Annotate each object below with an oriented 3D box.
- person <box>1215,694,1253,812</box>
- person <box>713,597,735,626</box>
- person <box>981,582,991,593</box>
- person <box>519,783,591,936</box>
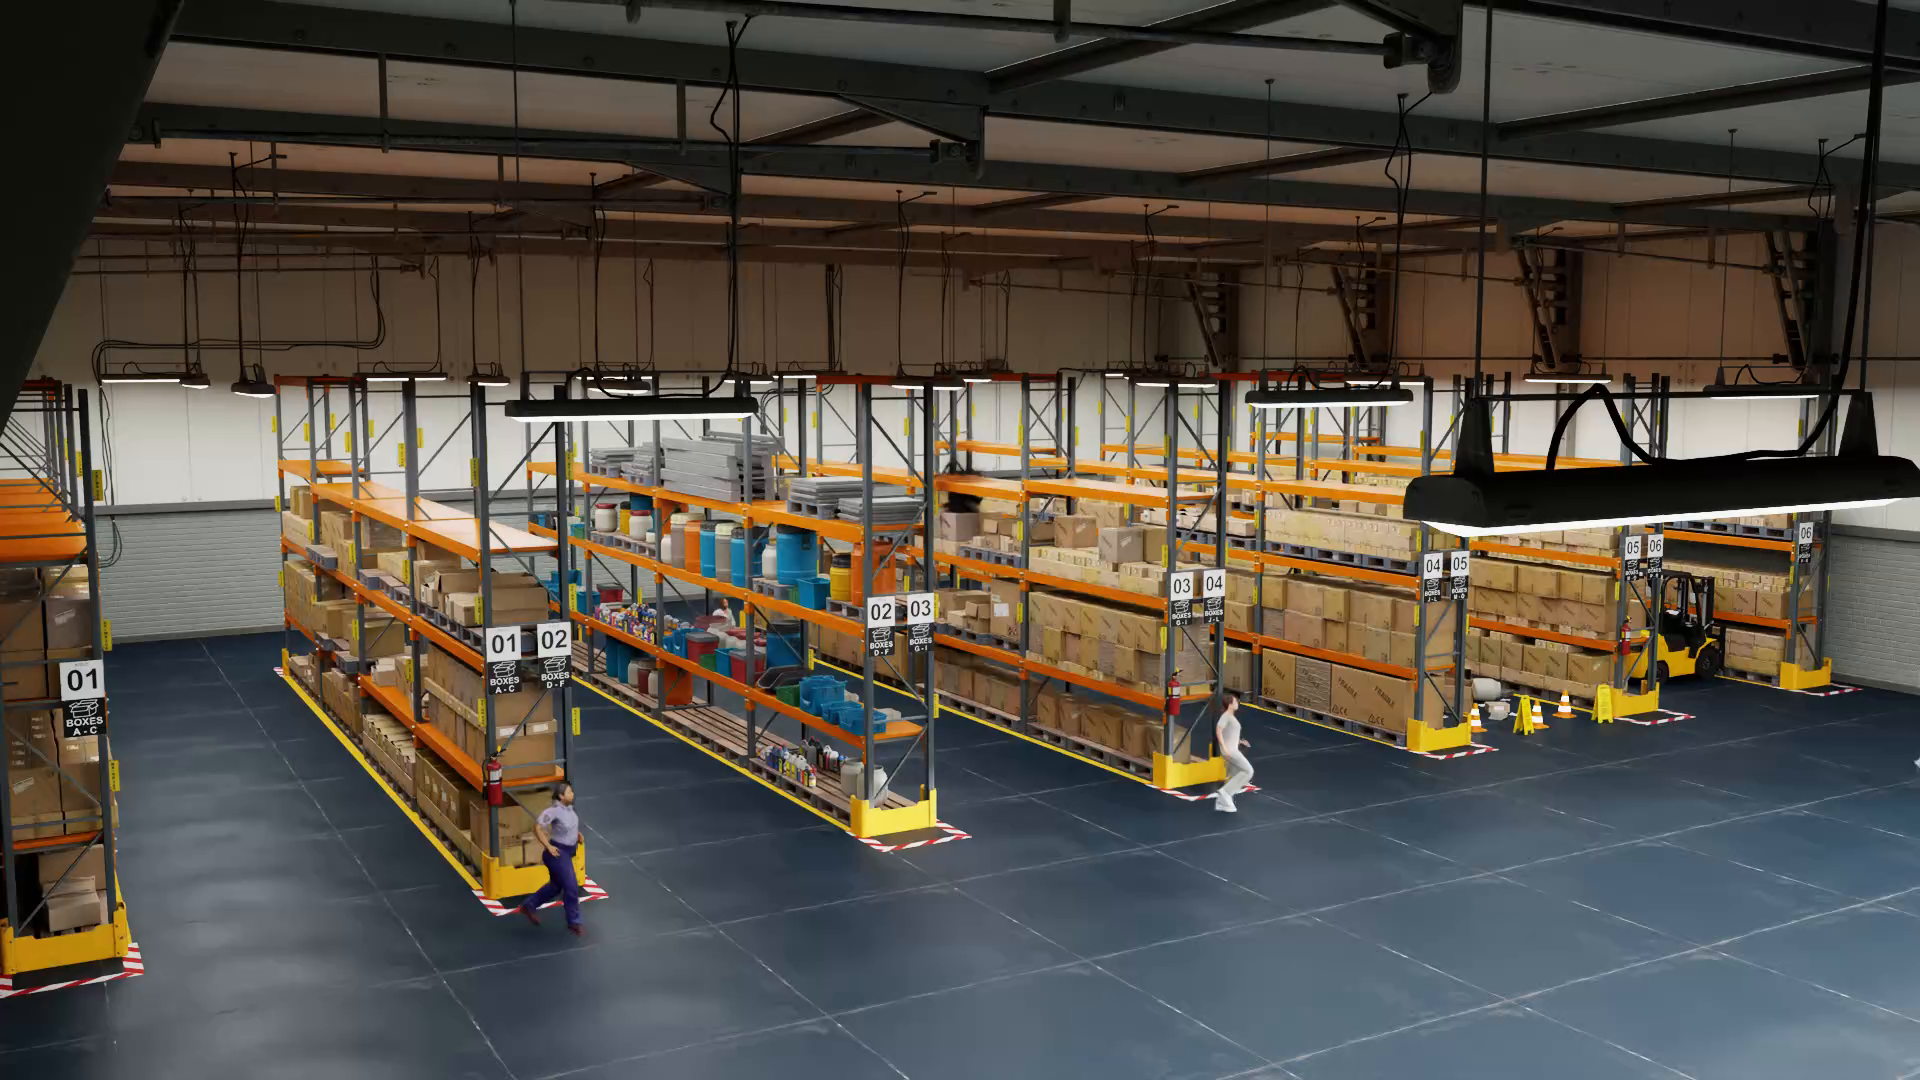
[{"bbox_3d":[3.857,2.975,23.339,0.525,1.617,0.567,1,6,10],"label":"person"},{"bbox_3d":[-4.717,1.925,33.315,0.535,1.559,0.545,-5,8,-40],"label":"person"},{"bbox_3d":[0.819,0.842,42.703,0.714,1.689,0.576,-3,7,-27],"label":"person"},{"bbox_3d":[-4.475,3.529,18.487,0.871,1.675,0.635,1,6,5],"label":"person"}]
